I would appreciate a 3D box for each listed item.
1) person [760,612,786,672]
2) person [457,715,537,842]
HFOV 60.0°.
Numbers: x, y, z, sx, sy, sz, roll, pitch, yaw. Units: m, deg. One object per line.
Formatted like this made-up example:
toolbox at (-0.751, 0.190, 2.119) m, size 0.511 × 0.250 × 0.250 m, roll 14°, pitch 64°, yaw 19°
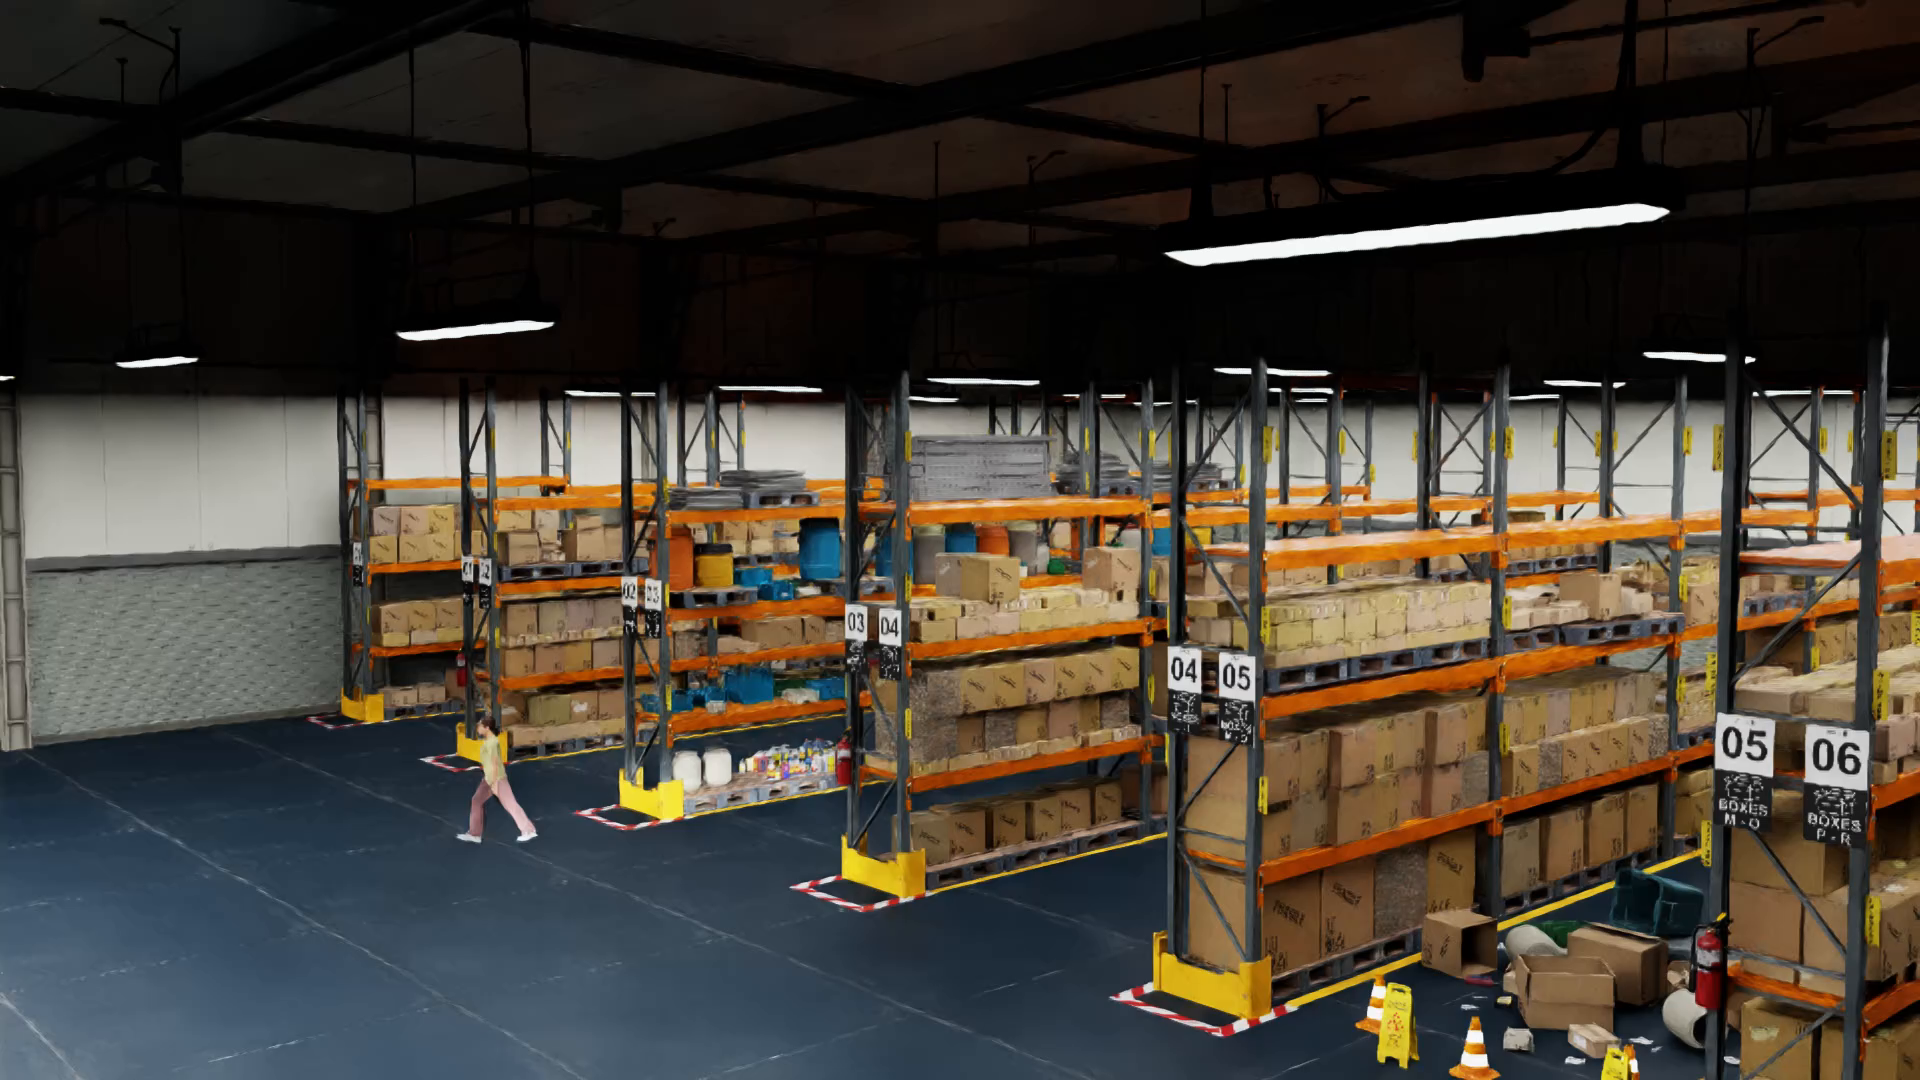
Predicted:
person at (-3.556, 2.210, 31.909) m, size 0.546 × 1.733 × 0.729 m, roll -4°, pitch 5°, yaw -43°
person at (-5.810, 2.994, 20.828) m, size 0.957 × 1.606 × 0.488 m, roll -1°, pitch 4°, yaw -20°
